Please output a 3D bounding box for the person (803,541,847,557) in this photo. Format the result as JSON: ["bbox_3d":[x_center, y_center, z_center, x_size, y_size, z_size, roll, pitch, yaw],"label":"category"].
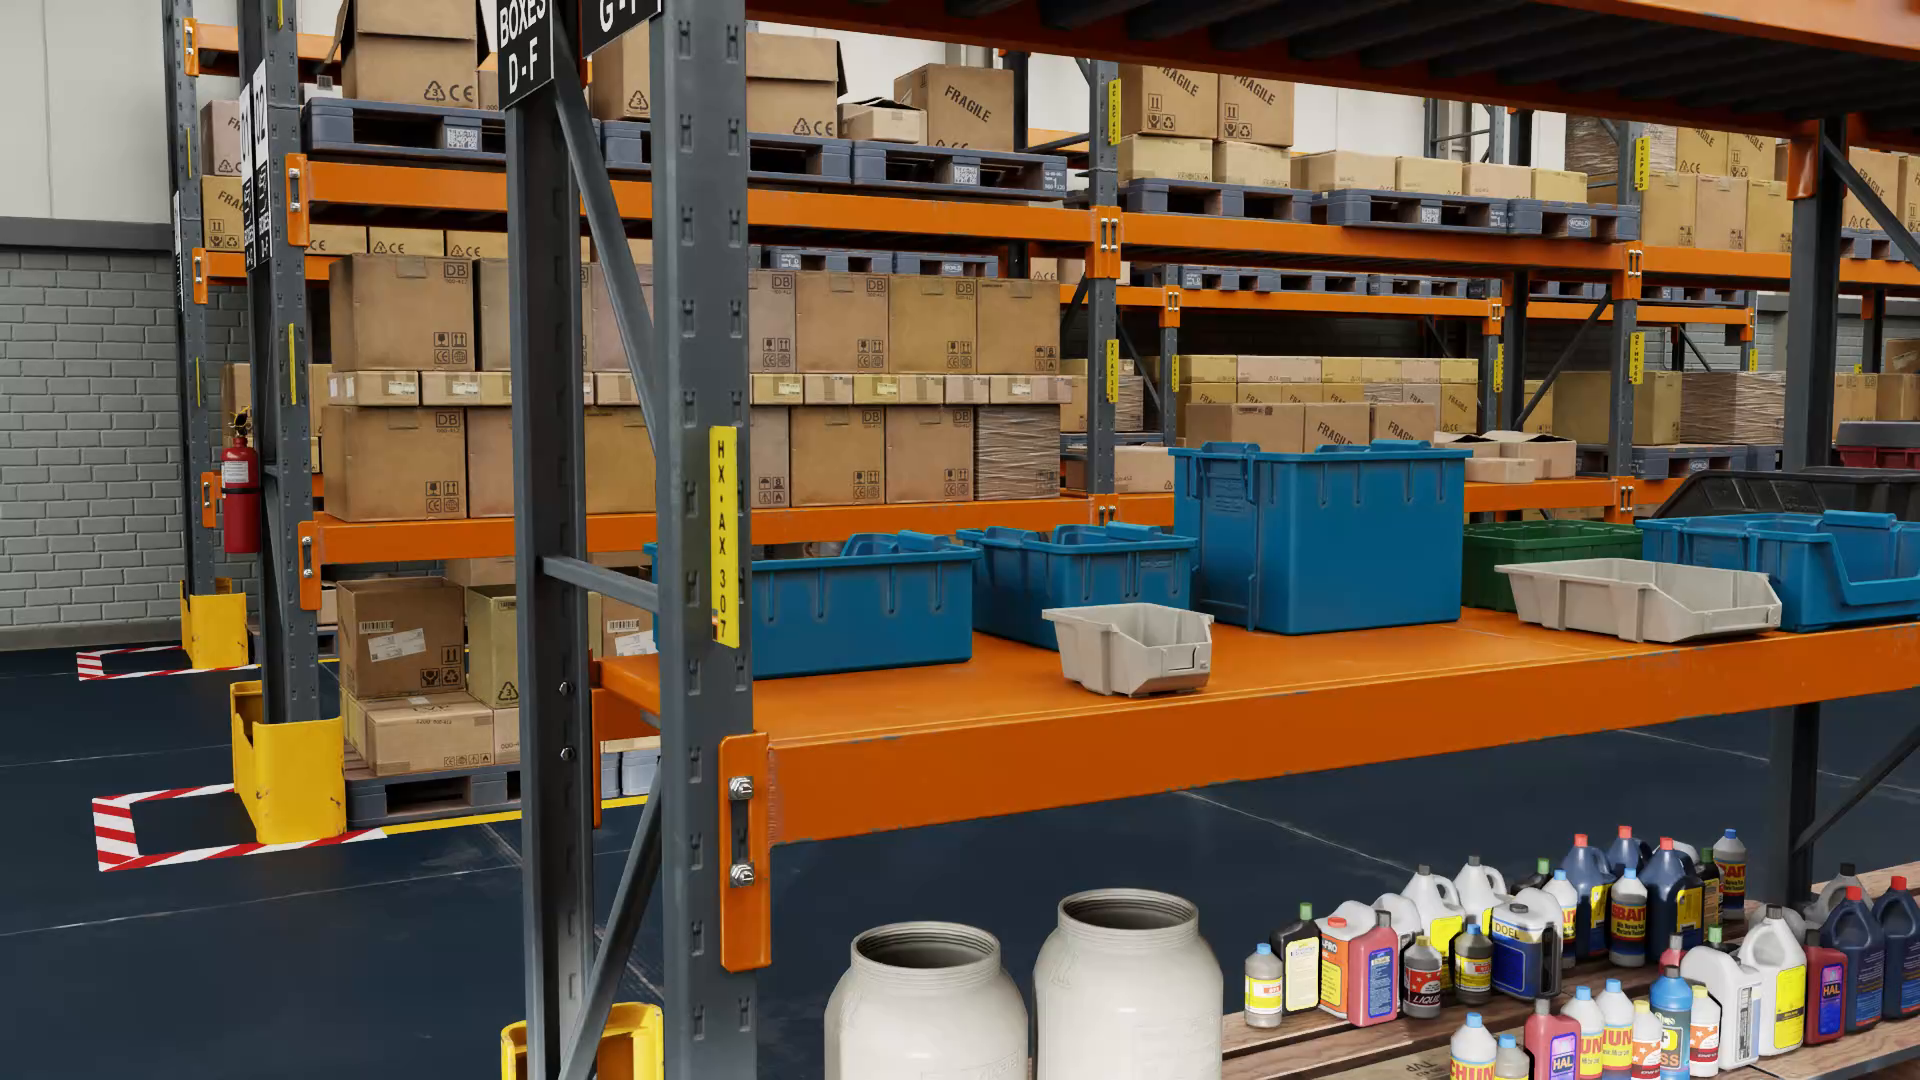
[{"bbox_3d":[-0.836,-0.063,11.887,0.629,1.759,0.460,-3,6,-32],"label":"person"}]
